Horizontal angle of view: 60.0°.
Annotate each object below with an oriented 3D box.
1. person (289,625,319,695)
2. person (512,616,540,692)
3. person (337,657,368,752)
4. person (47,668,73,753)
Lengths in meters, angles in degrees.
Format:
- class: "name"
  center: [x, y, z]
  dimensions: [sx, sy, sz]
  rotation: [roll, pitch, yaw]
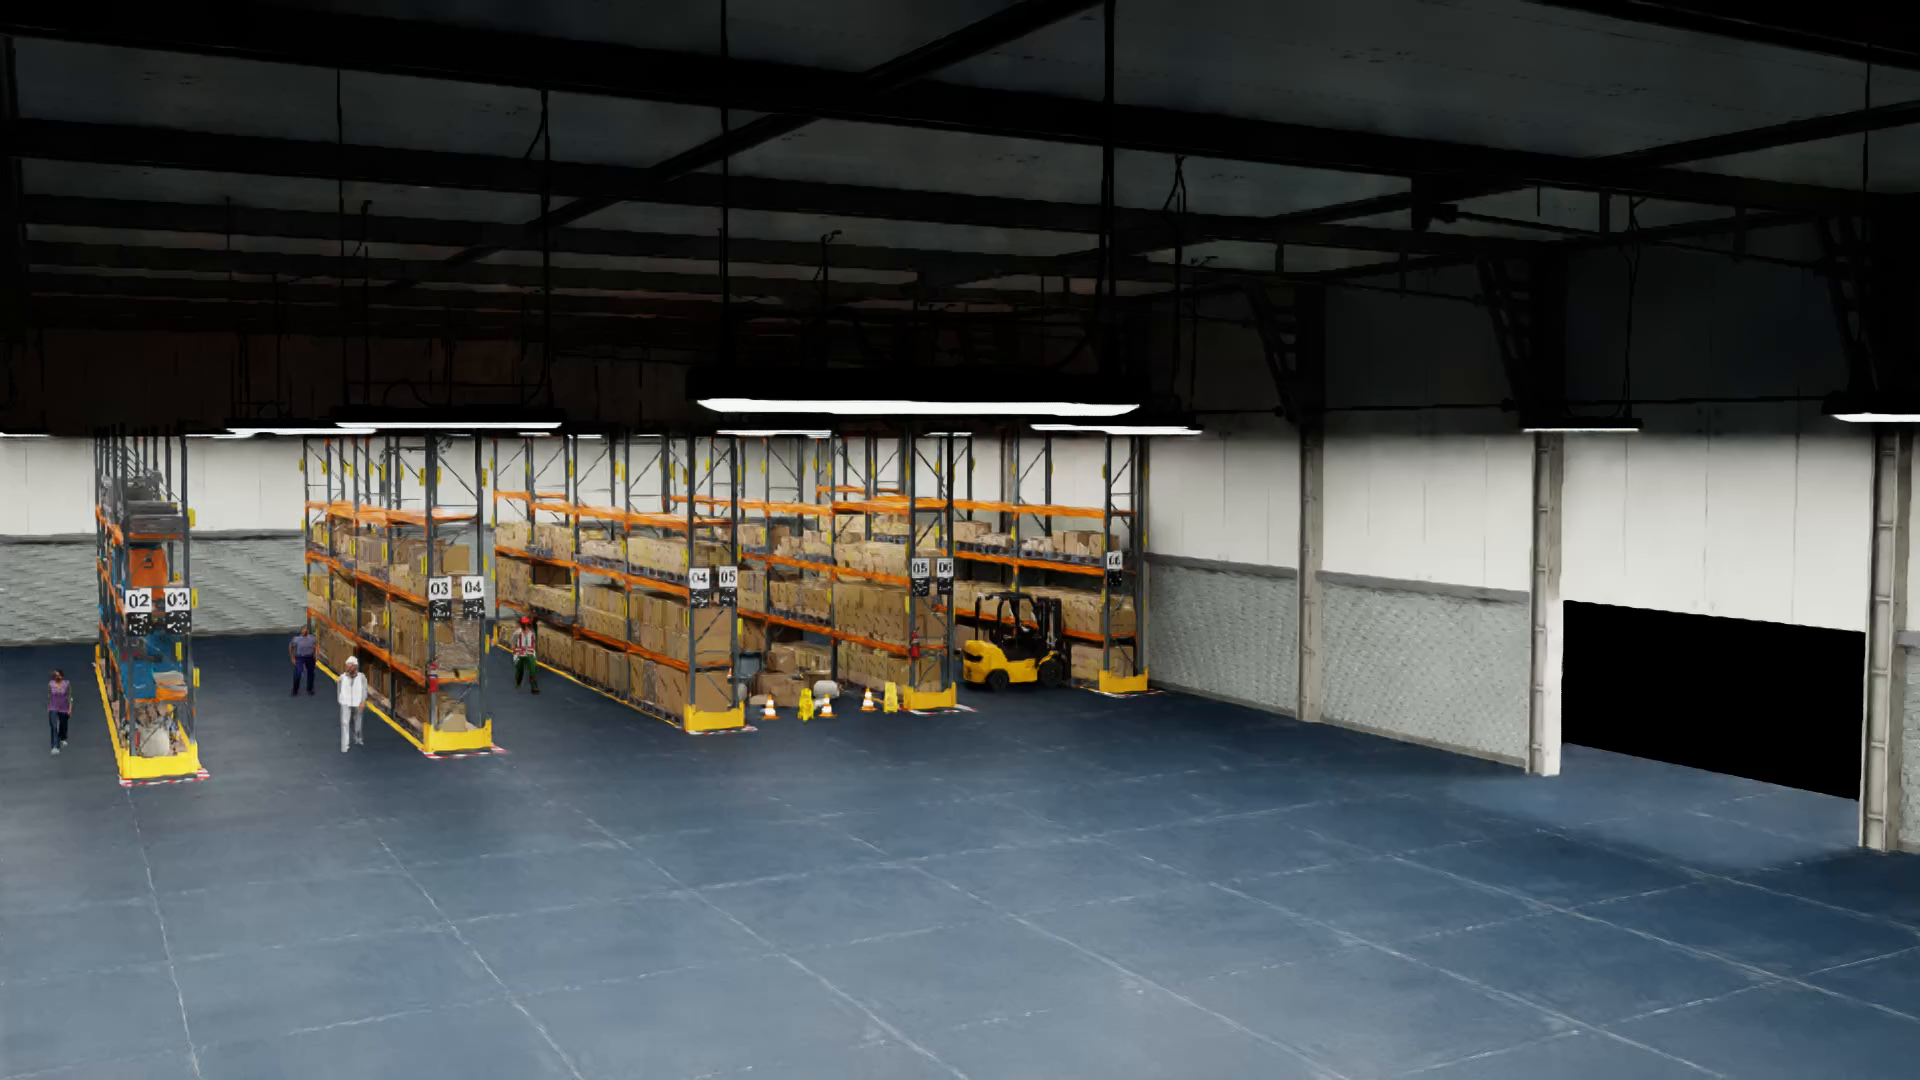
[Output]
- class: "person"
  center: [-14.696, 2.689, 37.267]
  dimensions: [0.625, 1.573, 0.510]
  rotation: [-2, 4, -31]
- class: "person"
  center: [-9.837, 2.571, 37.608]
  dimensions: [0.553, 1.707, 1.105]
  rotation: [-2, 4, -27]
- class: "person"
  center: [-11.188, 3.000, 30.654]
  dimensions: [0.539, 1.715, 1.031]
  rotation: [-1, 4, -20]
- class: "person"
  center: [-16.518, 3.100, 30.532]
  dimensions: [0.415, 1.517, 1.038]
  rotation: [-2, 4, -31]
